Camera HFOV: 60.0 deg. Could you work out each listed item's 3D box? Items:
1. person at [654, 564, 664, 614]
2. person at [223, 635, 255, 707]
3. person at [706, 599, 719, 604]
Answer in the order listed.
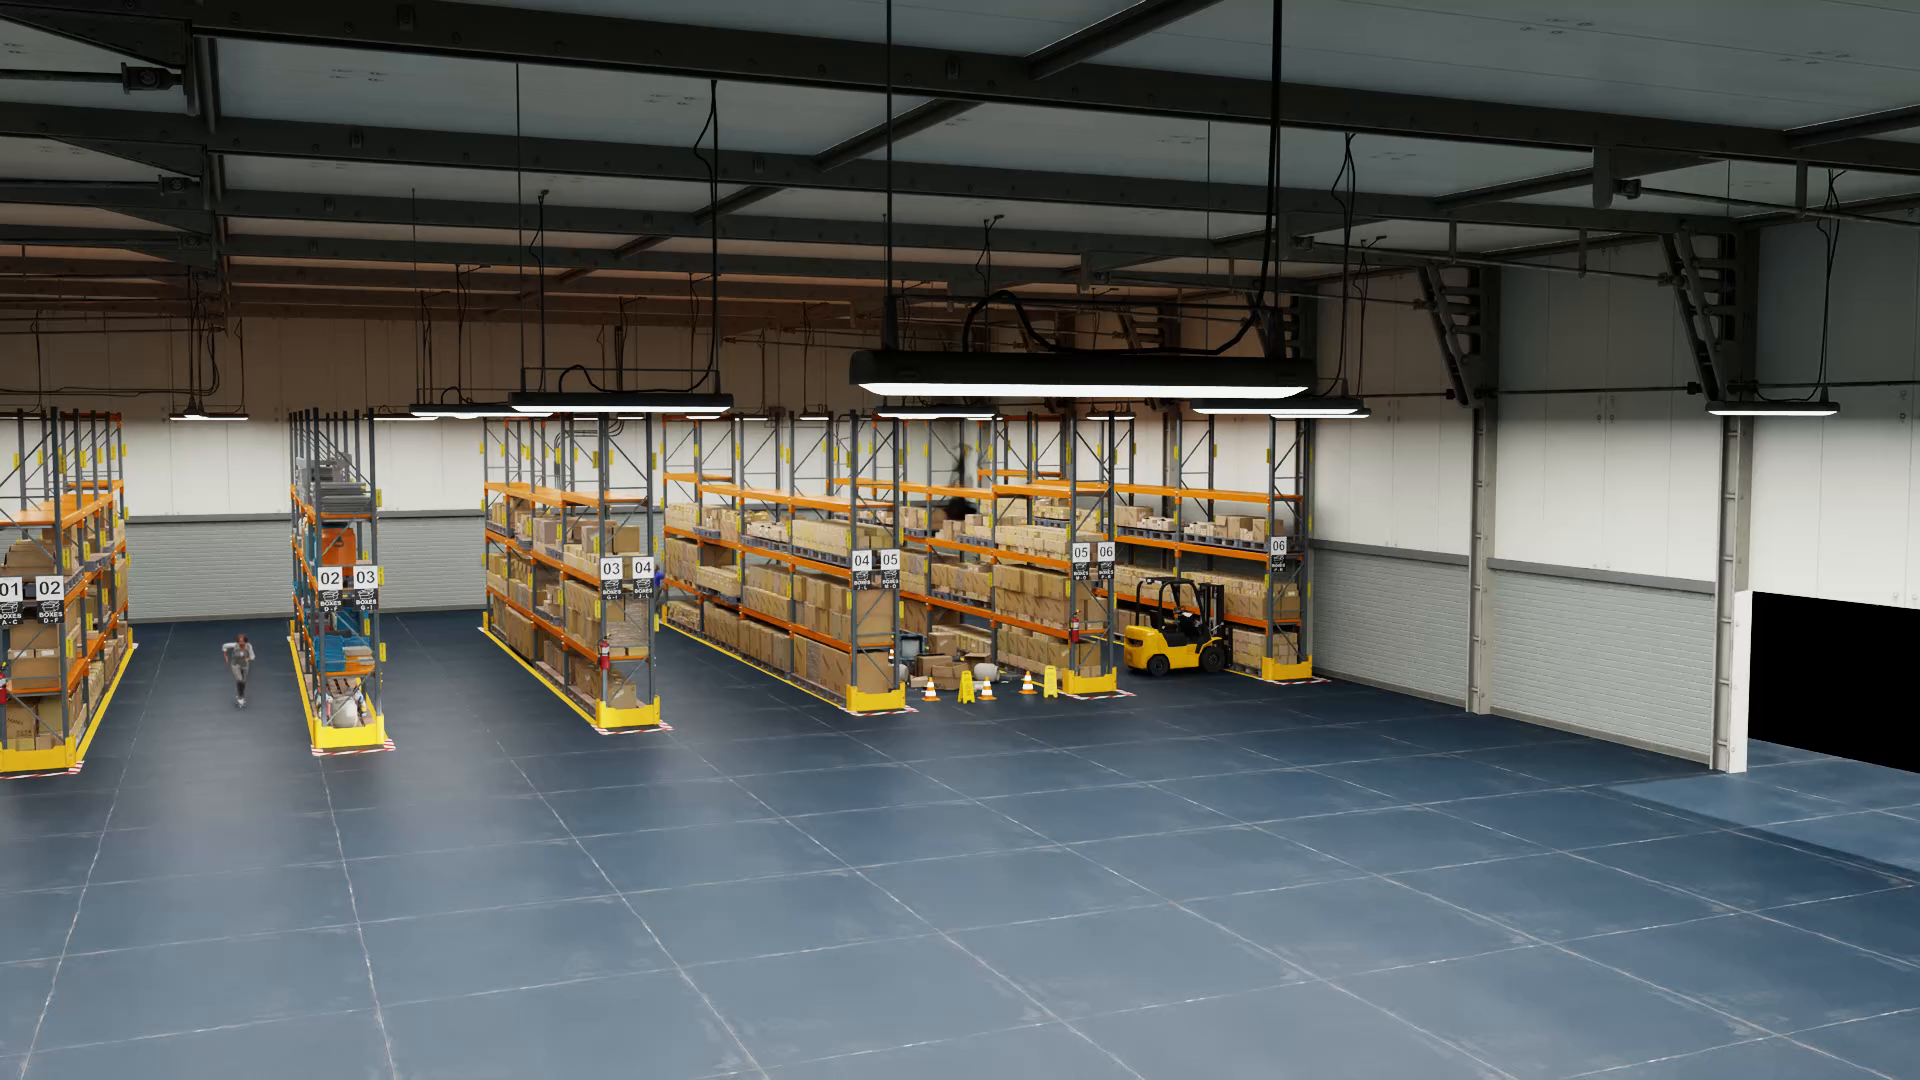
[{"bbox_3d":[-8.872,1.517,48.710,0.702,1.648,0.617,-4,5,-42],"label":"person"},{"bbox_3d":[-14.612,2.636,33.705,0.574,1.504,0.906,-2,5,-32],"label":"person"},{"bbox_3d":[-7.232,1.409,49.055,0.581,1.745,0.649,1,4,18],"label":"person"}]
